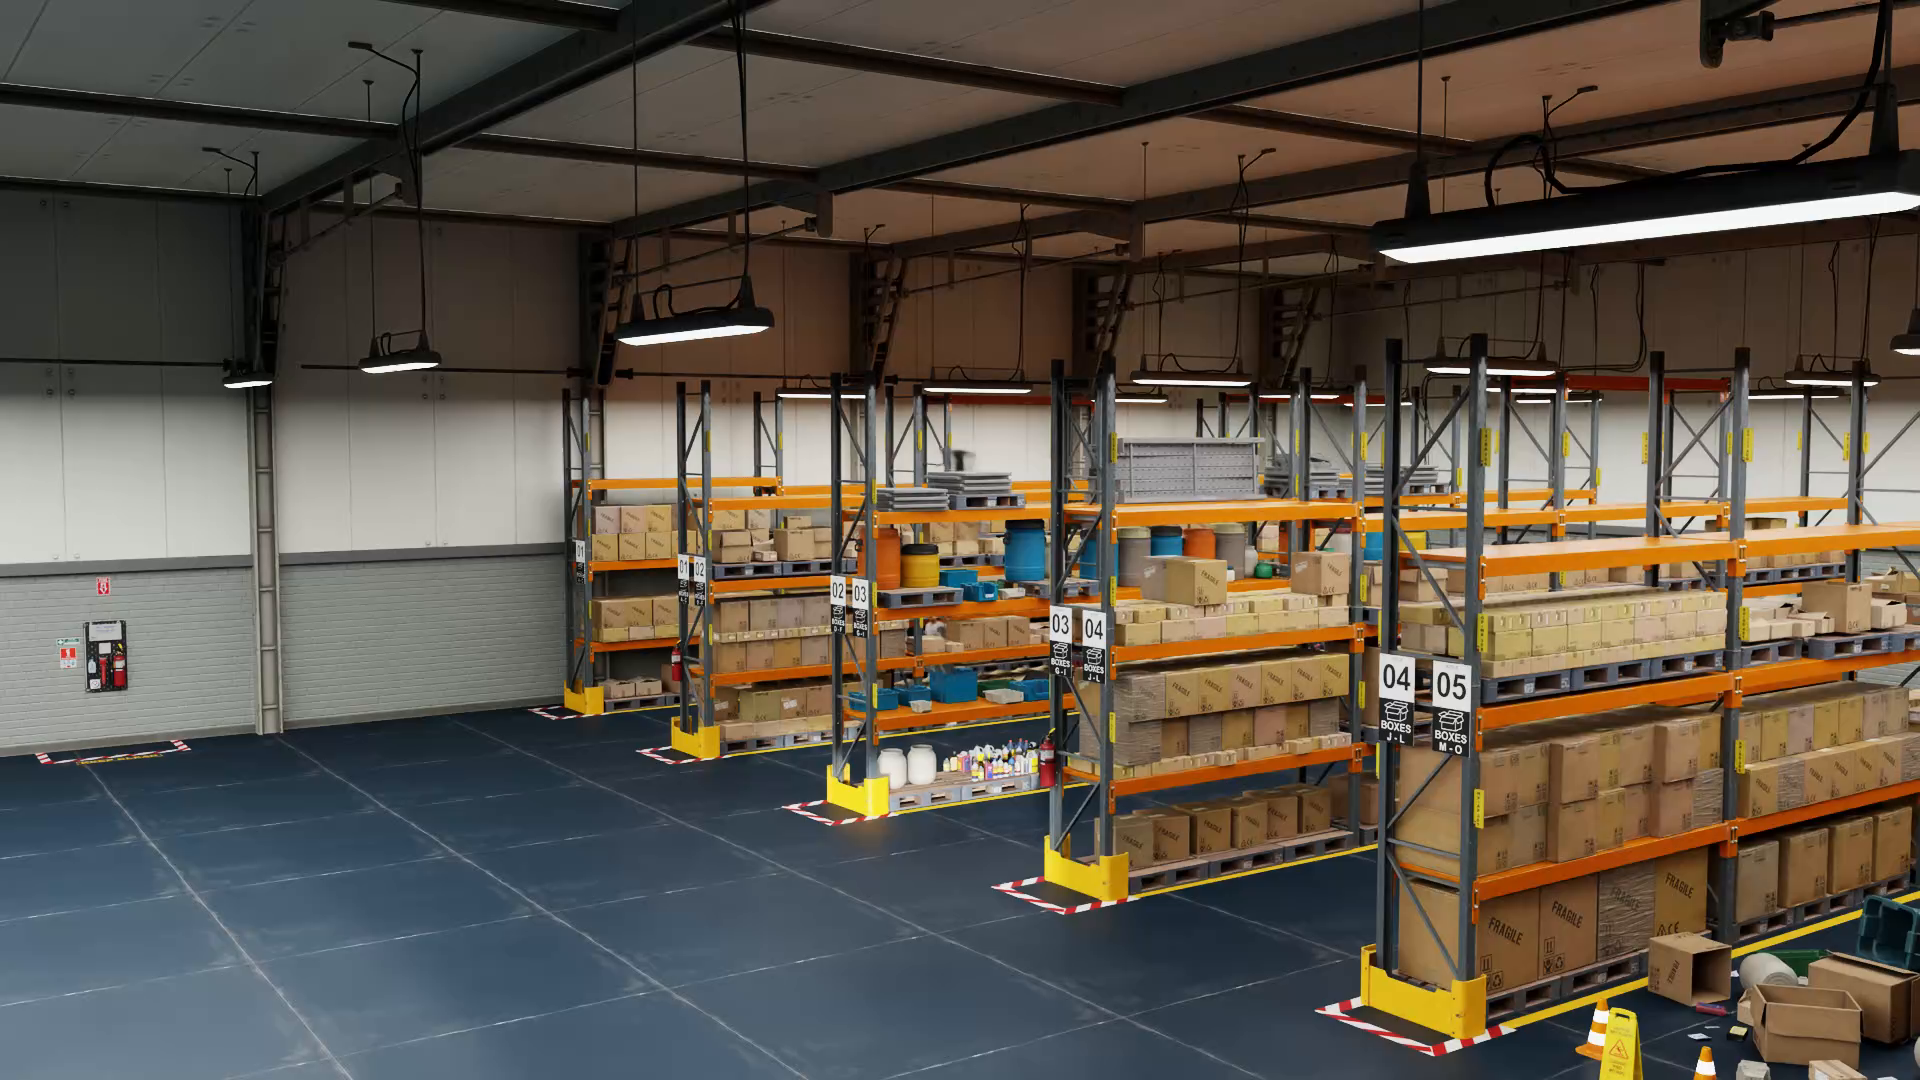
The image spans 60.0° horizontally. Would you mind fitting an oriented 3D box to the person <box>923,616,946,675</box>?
[{"bbox_3d":[-0.488,2.215,32.984,0.817,1.712,0.516,-3,5,-40],"label":"person"}]
